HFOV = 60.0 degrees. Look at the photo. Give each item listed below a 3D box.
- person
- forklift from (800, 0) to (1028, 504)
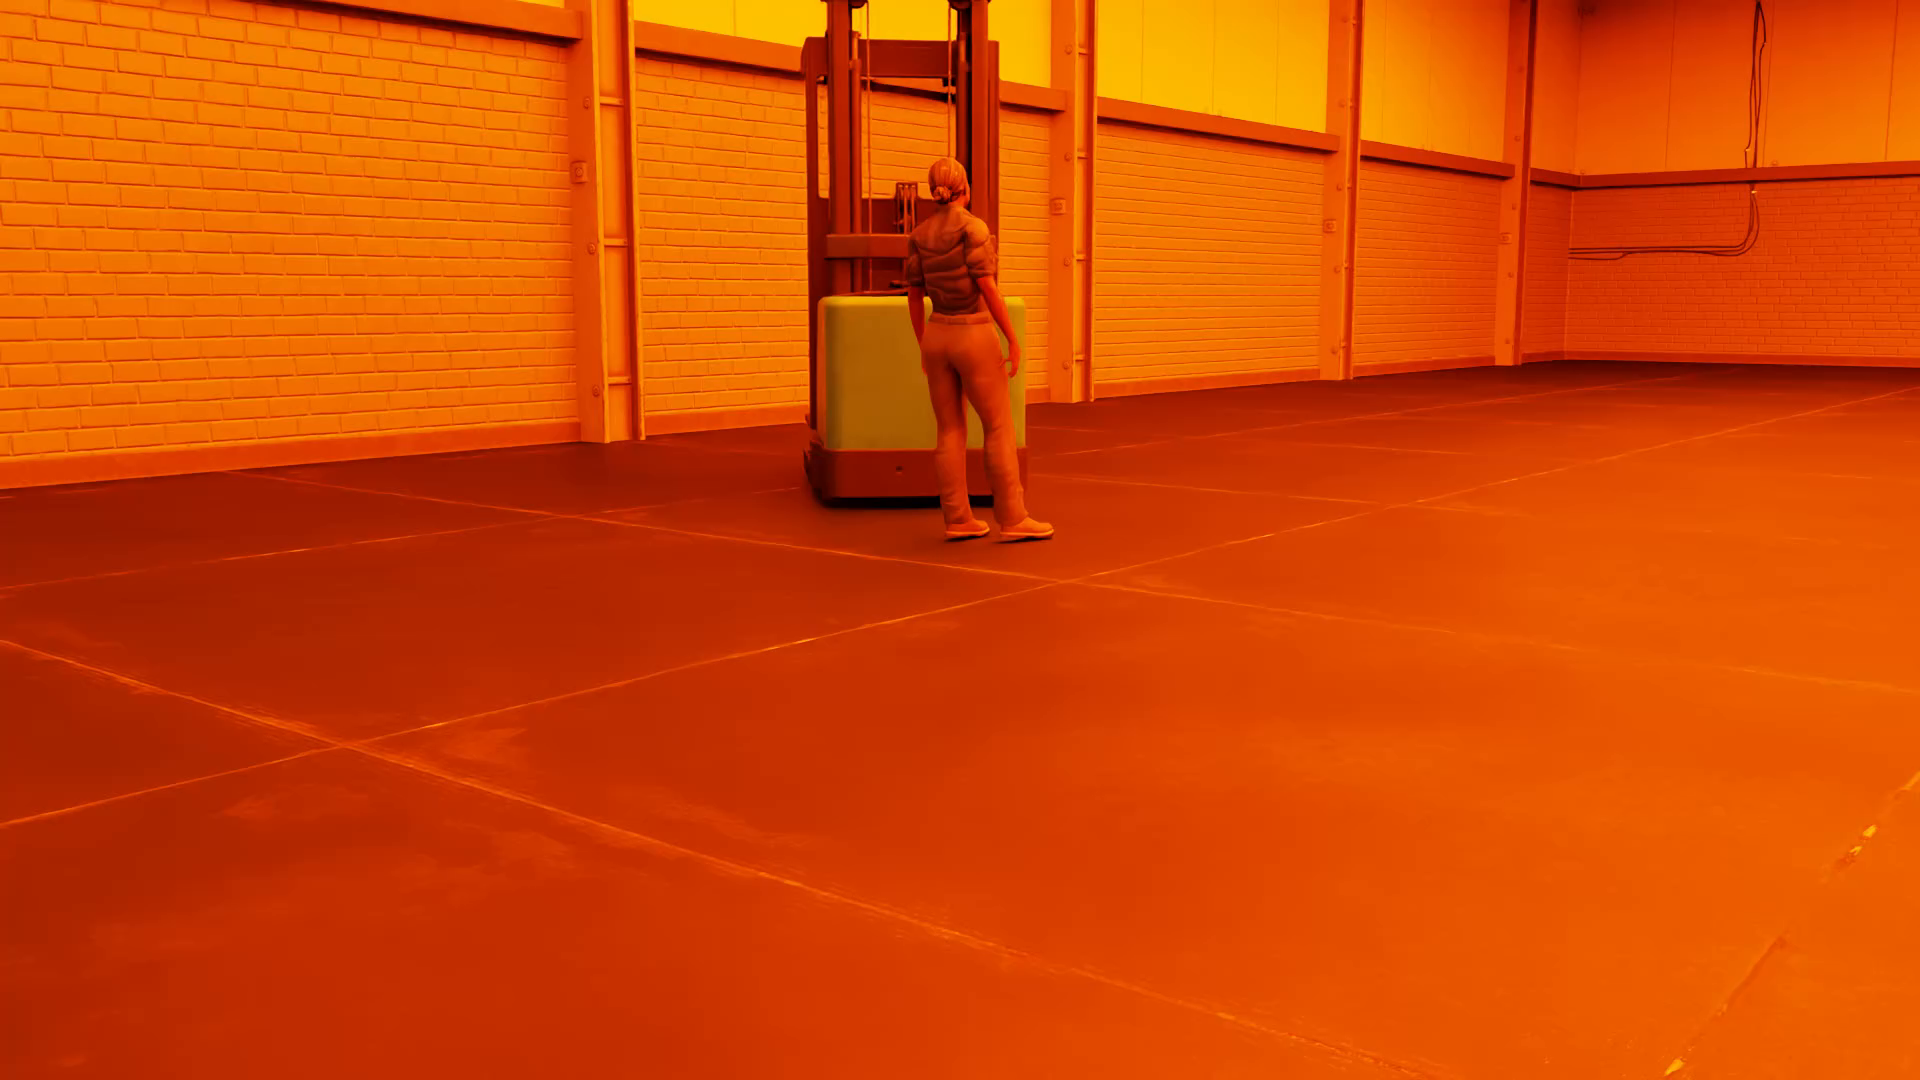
[{"bbox_3d":[0.071,-0.834,7.339,0.569,1.656,0.503,7,11,38],"label":"person"},{"bbox_3d":[-0.356,-1.817,9.699,1.130,2.935,3.031,-1,8,-7],"label":"forklift"}]
